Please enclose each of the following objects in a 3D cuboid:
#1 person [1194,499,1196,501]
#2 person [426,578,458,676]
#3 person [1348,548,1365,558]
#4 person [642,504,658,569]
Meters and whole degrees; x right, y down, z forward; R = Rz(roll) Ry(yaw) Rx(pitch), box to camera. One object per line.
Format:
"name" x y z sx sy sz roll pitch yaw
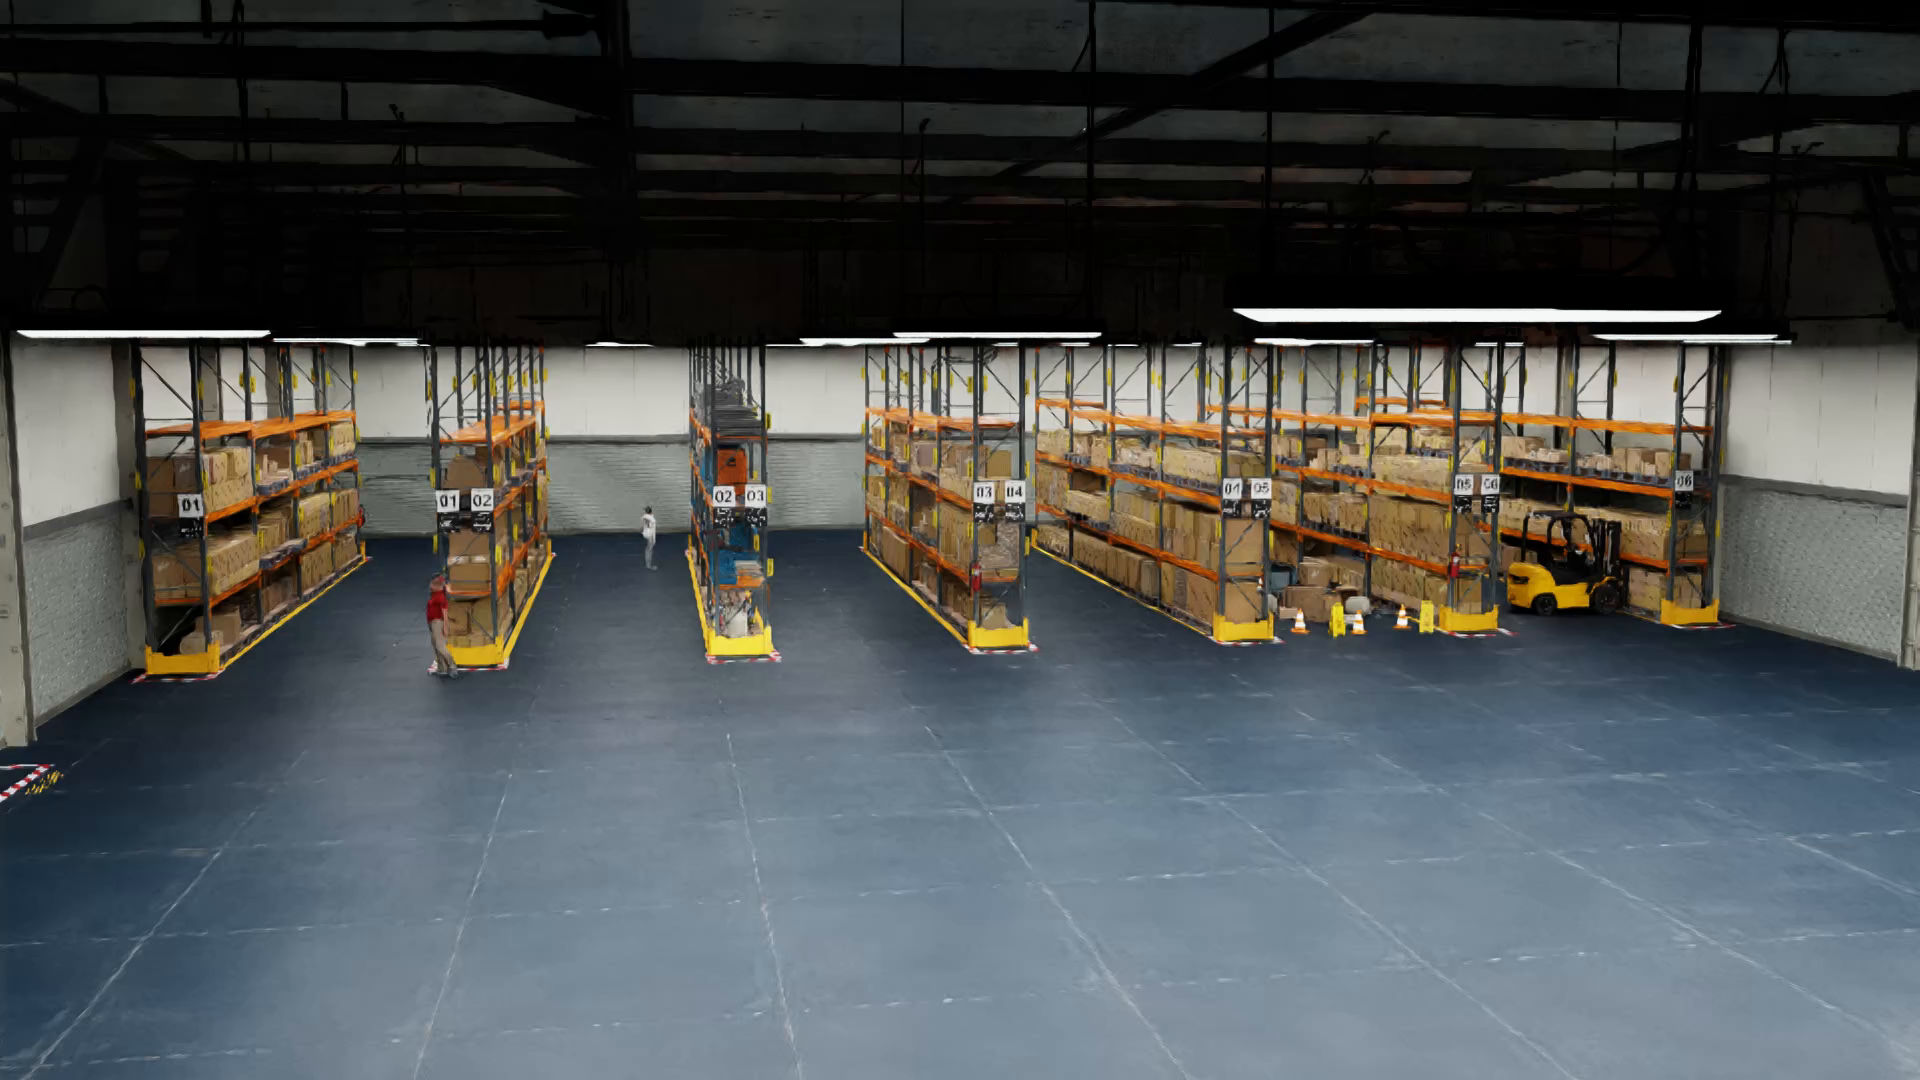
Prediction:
"person" 7.586 -1.121 52.111 0.553 1.781 0.646 -6 9 -40
"person" -9.134 1.524 29.255 0.455 1.722 0.697 -4 7 -29
"person" 11.021 -0.354 45.892 0.567 1.630 0.610 1 7 11
"person" -8.068 -0.088 43.364 0.409 1.677 0.532 -6 9 -41
